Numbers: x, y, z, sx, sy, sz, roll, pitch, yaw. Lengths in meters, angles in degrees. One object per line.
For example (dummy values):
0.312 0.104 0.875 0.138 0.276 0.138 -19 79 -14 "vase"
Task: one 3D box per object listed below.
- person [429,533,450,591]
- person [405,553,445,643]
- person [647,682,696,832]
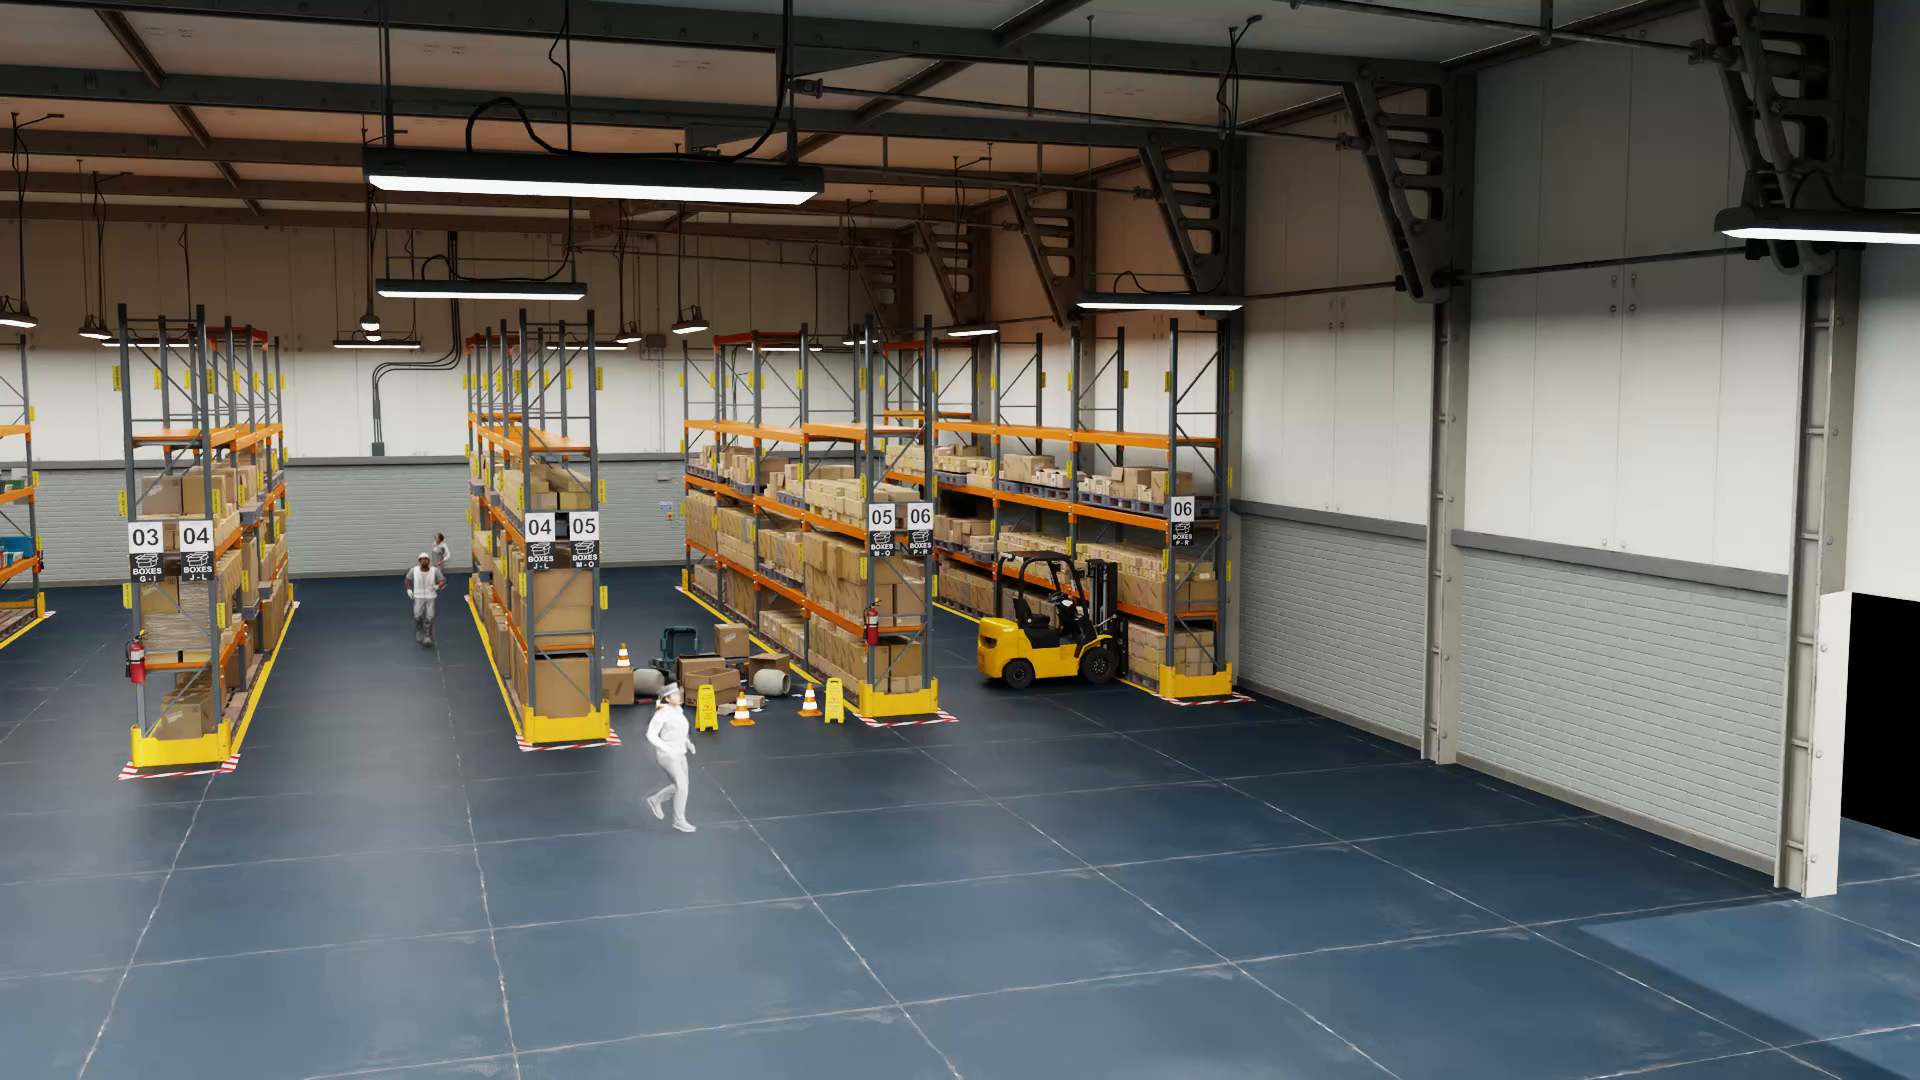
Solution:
-12.117 0.622 38.816 0.606 1.427 0.651 3 6 29 "person"
-10.174 1.116 31.648 0.739 1.744 0.549 -1 6 -15 "person"
-3.269 2.415 18.605 0.656 1.680 0.627 2 6 21 "person"
